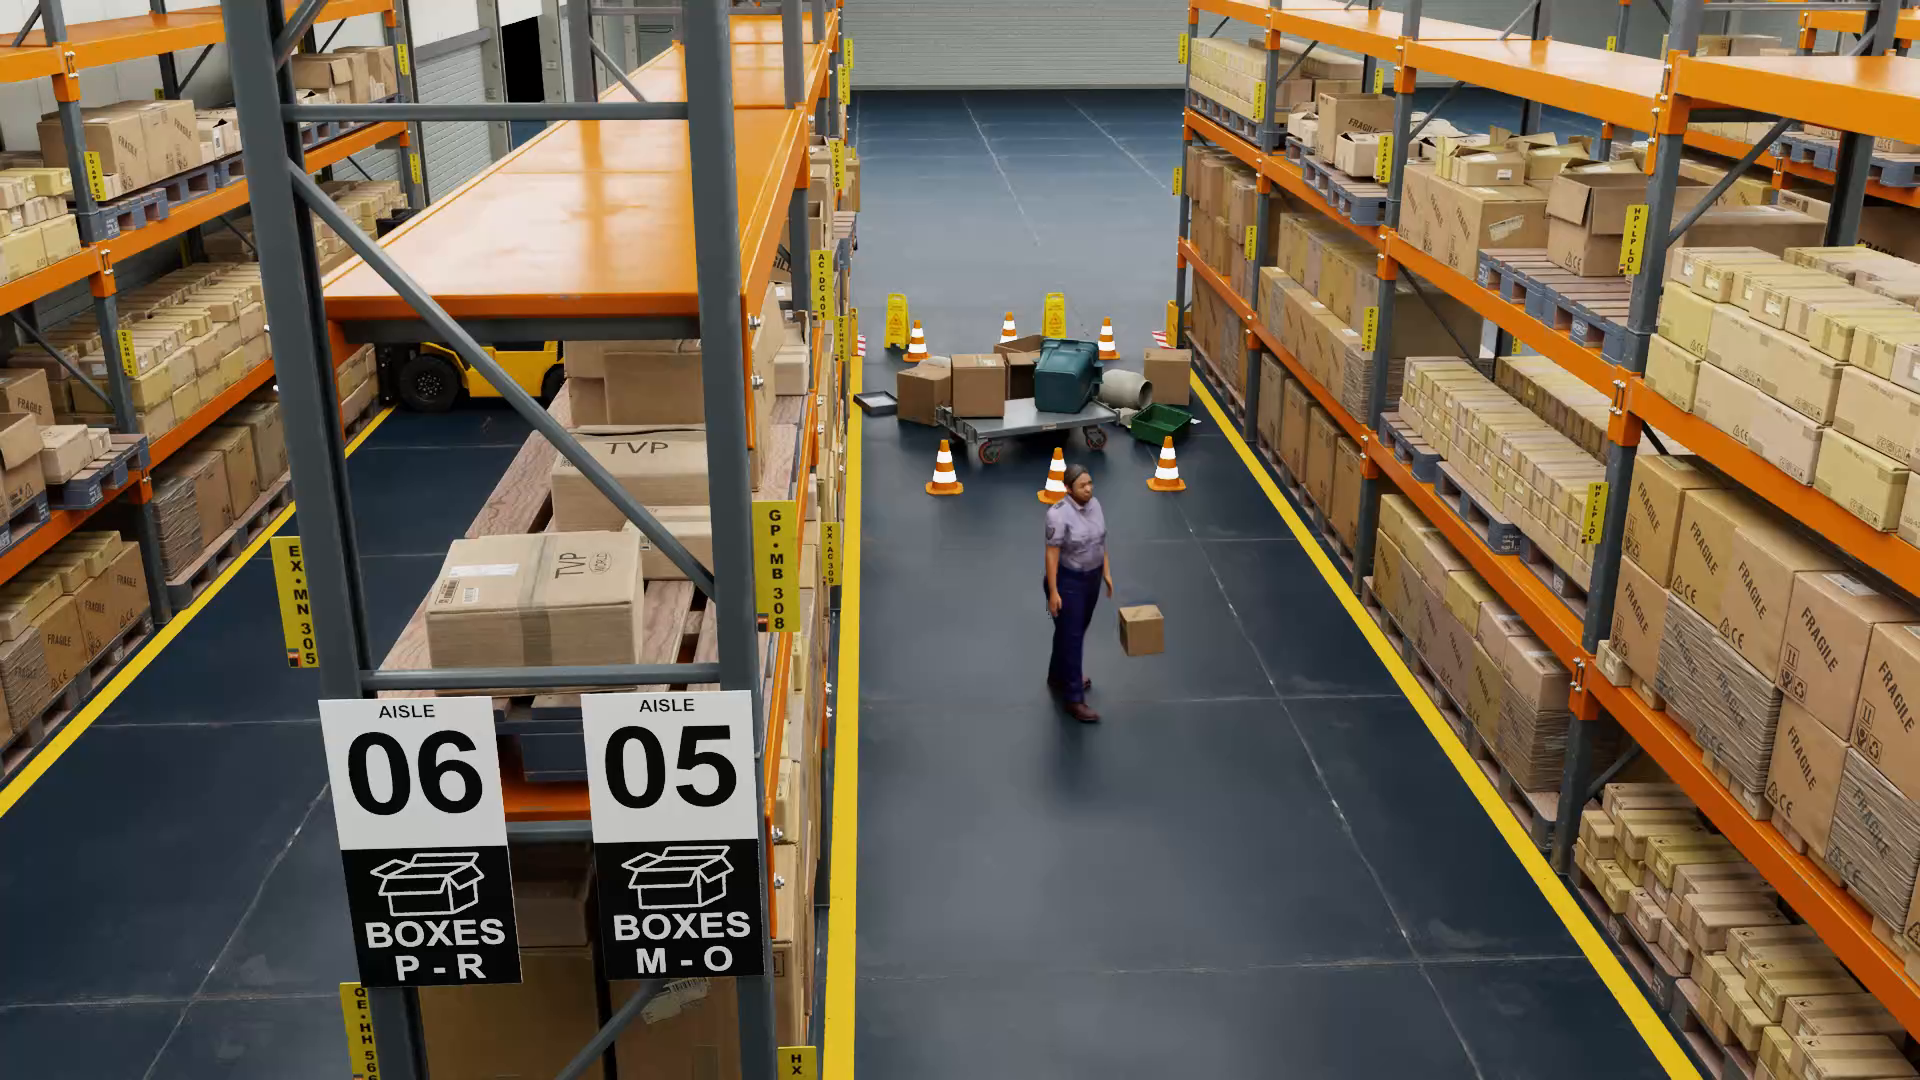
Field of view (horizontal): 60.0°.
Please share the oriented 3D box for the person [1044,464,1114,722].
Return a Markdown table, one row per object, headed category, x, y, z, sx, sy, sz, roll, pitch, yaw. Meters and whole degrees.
| category | x | y | z | sx | sy | sz | roll | pitch | yaw |
| --- | --- | --- | --- | --- | --- | --- | --- | --- | --- |
| person | 0.762 | 0.304 | 10.766 | 0.607 | 1.639 | 0.593 | 17 | 26 | 38 |
